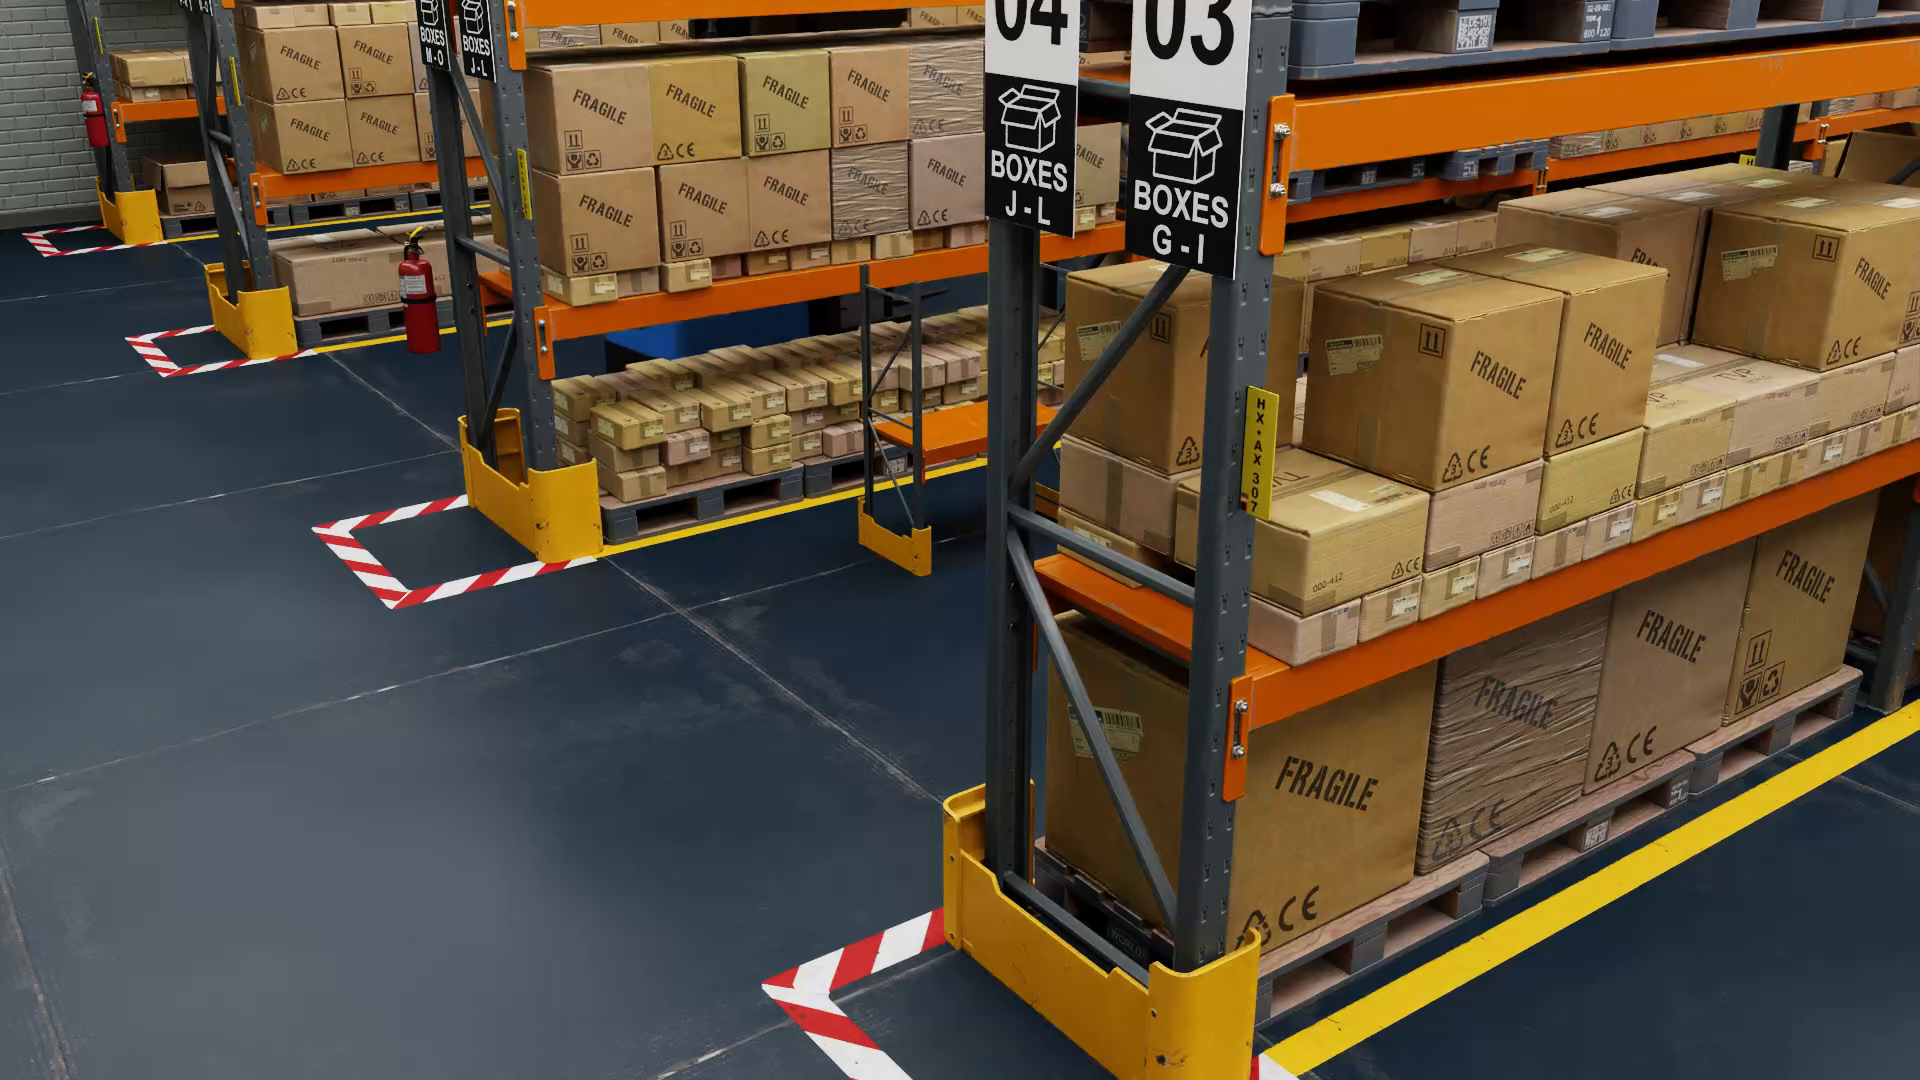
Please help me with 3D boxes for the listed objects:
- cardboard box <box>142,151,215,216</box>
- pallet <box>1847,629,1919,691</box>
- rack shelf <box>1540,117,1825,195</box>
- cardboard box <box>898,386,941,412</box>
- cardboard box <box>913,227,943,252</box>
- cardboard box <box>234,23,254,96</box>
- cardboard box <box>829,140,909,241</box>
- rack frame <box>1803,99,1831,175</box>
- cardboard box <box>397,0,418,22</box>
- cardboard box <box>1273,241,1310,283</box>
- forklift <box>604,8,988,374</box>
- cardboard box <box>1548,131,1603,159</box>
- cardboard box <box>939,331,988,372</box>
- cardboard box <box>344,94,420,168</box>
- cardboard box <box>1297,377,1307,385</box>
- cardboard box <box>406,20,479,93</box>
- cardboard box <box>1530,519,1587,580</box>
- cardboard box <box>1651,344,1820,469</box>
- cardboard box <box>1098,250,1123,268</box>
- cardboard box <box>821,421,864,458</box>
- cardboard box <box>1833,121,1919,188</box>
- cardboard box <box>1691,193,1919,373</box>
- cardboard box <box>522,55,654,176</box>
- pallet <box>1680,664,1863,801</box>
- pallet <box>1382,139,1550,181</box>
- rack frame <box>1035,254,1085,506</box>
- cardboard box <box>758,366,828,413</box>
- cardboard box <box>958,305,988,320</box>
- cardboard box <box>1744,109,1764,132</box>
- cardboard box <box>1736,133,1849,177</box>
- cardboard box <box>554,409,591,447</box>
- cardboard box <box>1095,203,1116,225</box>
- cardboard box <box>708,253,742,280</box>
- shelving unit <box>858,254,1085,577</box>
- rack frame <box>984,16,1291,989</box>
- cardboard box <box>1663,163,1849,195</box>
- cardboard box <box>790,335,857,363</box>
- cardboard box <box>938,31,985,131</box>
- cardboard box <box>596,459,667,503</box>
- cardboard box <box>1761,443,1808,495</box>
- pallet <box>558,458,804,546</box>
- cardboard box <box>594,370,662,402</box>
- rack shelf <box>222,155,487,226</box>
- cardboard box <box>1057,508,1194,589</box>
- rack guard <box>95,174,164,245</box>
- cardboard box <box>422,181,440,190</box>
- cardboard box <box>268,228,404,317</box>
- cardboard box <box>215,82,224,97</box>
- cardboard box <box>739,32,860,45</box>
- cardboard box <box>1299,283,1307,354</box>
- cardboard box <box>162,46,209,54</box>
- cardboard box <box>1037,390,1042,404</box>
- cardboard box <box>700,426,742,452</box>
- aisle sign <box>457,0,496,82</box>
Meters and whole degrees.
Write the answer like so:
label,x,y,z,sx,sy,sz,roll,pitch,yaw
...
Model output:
label,x,y,z,sx,sy,sz,roll,pitch,yaw
cardboard box,-7.718,-3.555,16.561,0.637,0.503,0.797,-16,27,-35
pallet,4.249,0.298,7.866,1.213,0.211,1.003,-15,26,-33
rack shelf,5.722,-3.286,14.056,4.000,0.370,1.077,-15,26,-33
cardboard box,-0.324,-0.904,9.993,0.250,0.149,0.380,-16,27,-35
cardboard box,-0.305,-1.789,9.672,0.250,0.149,0.380,-15,26,-34
cardboard box,-5.116,-3.610,12.413,0.500,0.500,0.500,-14,26,-31
cardboard box,-0.635,-1.993,9.307,0.500,0.500,0.500,-16,27,-34
rack frame,7.346,-4.054,15.007,0.127,3.000,1.000,-15,26,-33
cardboard box,-4.084,-3.964,12.424,0.250,0.149,0.380,-15,26,-32
cardboard box,2.037,-1.901,11.407,0.500,0.250,0.500,-14,26,-31
forklift,-1.040,-2.709,11.729,3.031,2.935,1.130,-18,28,-38
cardboard box,4.621,-3.250,12.859,0.500,0.500,0.500,-15,26,-32
cardboard box,0.076,-1.158,10.228,0.250,0.149,0.380,-14,26,-31
cardboard box,-4.417,-3.105,12.496,0.500,0.500,0.500,-15,26,-34
cardboard box,1.483,-0.415,5.690,0.500,0.250,0.500,-16,27,-35
cardboard box,-3.984,-3.680,12.588,0.500,0.500,0.500,-15,26,-33
cardboard box,1.733,-0.026,5.253,0.250,0.149,0.380,-16,27,-34
cardboard box,2.628,-0.479,5.849,0.500,0.250,0.500,-14,26,-32
cardboard box,1.309,-1.942,11.509,0.500,0.250,0.500,-16,27,-34
cardboard box,-0.745,-0.615,9.671,0.250,0.149,0.380,-16,27,-35
cardboard box,4.180,-1.461,7.022,0.637,0.503,0.797,-16,27,-34
cardboard box,3.040,-0.938,5.988,0.500,0.500,0.500,-15,26,-32
cardboard box,-1.876,-2.122,8.283,0.500,0.500,0.500,-15,26,-33
pallet,3.003,0.628,7.037,1.213,0.211,1.003,-15,26,-33
pallet,3.582,-2.912,12.406,1.003,0.211,1.213,-15,26,-33
rack frame,0.482,-0.825,8.940,0.032,1.500,0.500,-15,26,-33
cardboard box,-0.955,-0.862,9.487,0.250,0.149,0.380,-14,26,-31
cardboard box,0.193,-1.415,10.873,0.250,0.149,0.380,-13,25,-30
cardboard box,6.668,-3.797,14.230,0.500,0.500,0.500,-15,26,-33
cardboard box,7.897,-3.377,15.612,0.875,0.875,0.875,-14,26,-32
cardboard box,-2.134,-0.665,9.395,0.250,0.149,0.380,-16,27,-34
cardboard box,0.756,-2.073,10.383,0.250,0.149,0.380,-15,26,-33
cardboard box,-1.378,-1.518,8.992,0.250,0.149,0.380,-14,25,-30
shelving unit,0.062,-0.713,8.660,1.083,1.500,0.587,-15,26,-33
rack frame,0.419,0.058,4.704,0.127,3.000,1.000,-15,26,-33
cardboard box,3.128,-1.198,6.640,0.500,0.500,0.500,-15,26,-33
cardboard box,-0.833,-1.126,10.149,0.250,0.149,0.380,-15,26,-33
cardboard box,0.211,-2.674,9.666,0.500,0.500,0.500,-16,27,-34
cardboard box,-1.783,-0.344,8.992,0.250,0.149,0.380,-14,26,-32
cardboard box,2.775,-0.304,5.949,0.250,0.149,0.380,-14,26,-32
pallet,-1.654,-0.343,9.470,1.213,0.211,1.003,-15,26,-33
cardboard box,-1.876,-0.831,9.410,0.250,0.149,0.380,-14,26,-32
rack shelf,-3.745,-3.022,13.394,4.000,0.370,1.077,-15,26,-33
cardboard box,0.516,-0.002,5.192,0.250,0.149,0.380,-14,26,-32
rack guard,-8.209,-3.271,16.420,0.348,0.500,1.175,-15,26,-33
cardboard box,-5.594,-3.921,17.797,0.258,0.266,0.396,-14,26,-31
cardboard box,-4.891,-2.101,13.006,0.875,0.438,0.875,-16,27,-35
cardboard box,-7.230,-4.460,16.366,0.250,0.149,0.380,-14,26,-31
cardboard box,-0.914,-2.619,9.528,0.500,0.500,0.500,-16,27,-35
cardboard box,2.035,-1.551,11.542,0.500,0.500,0.500,-14,25,-30
cardboard box,-7.633,-4.775,16.617,0.500,0.250,0.500,-15,26,-33
cardboard box,0.296,-0.898,10.379,0.250,0.149,0.380,-16,27,-35
cardboard box,-1.418,-0.623,9.290,0.250,0.149,0.380,-15,26,-32
aisle sign,-2.279,-2.557,7.751,0.004,0.787,0.394,-15,26,-33
